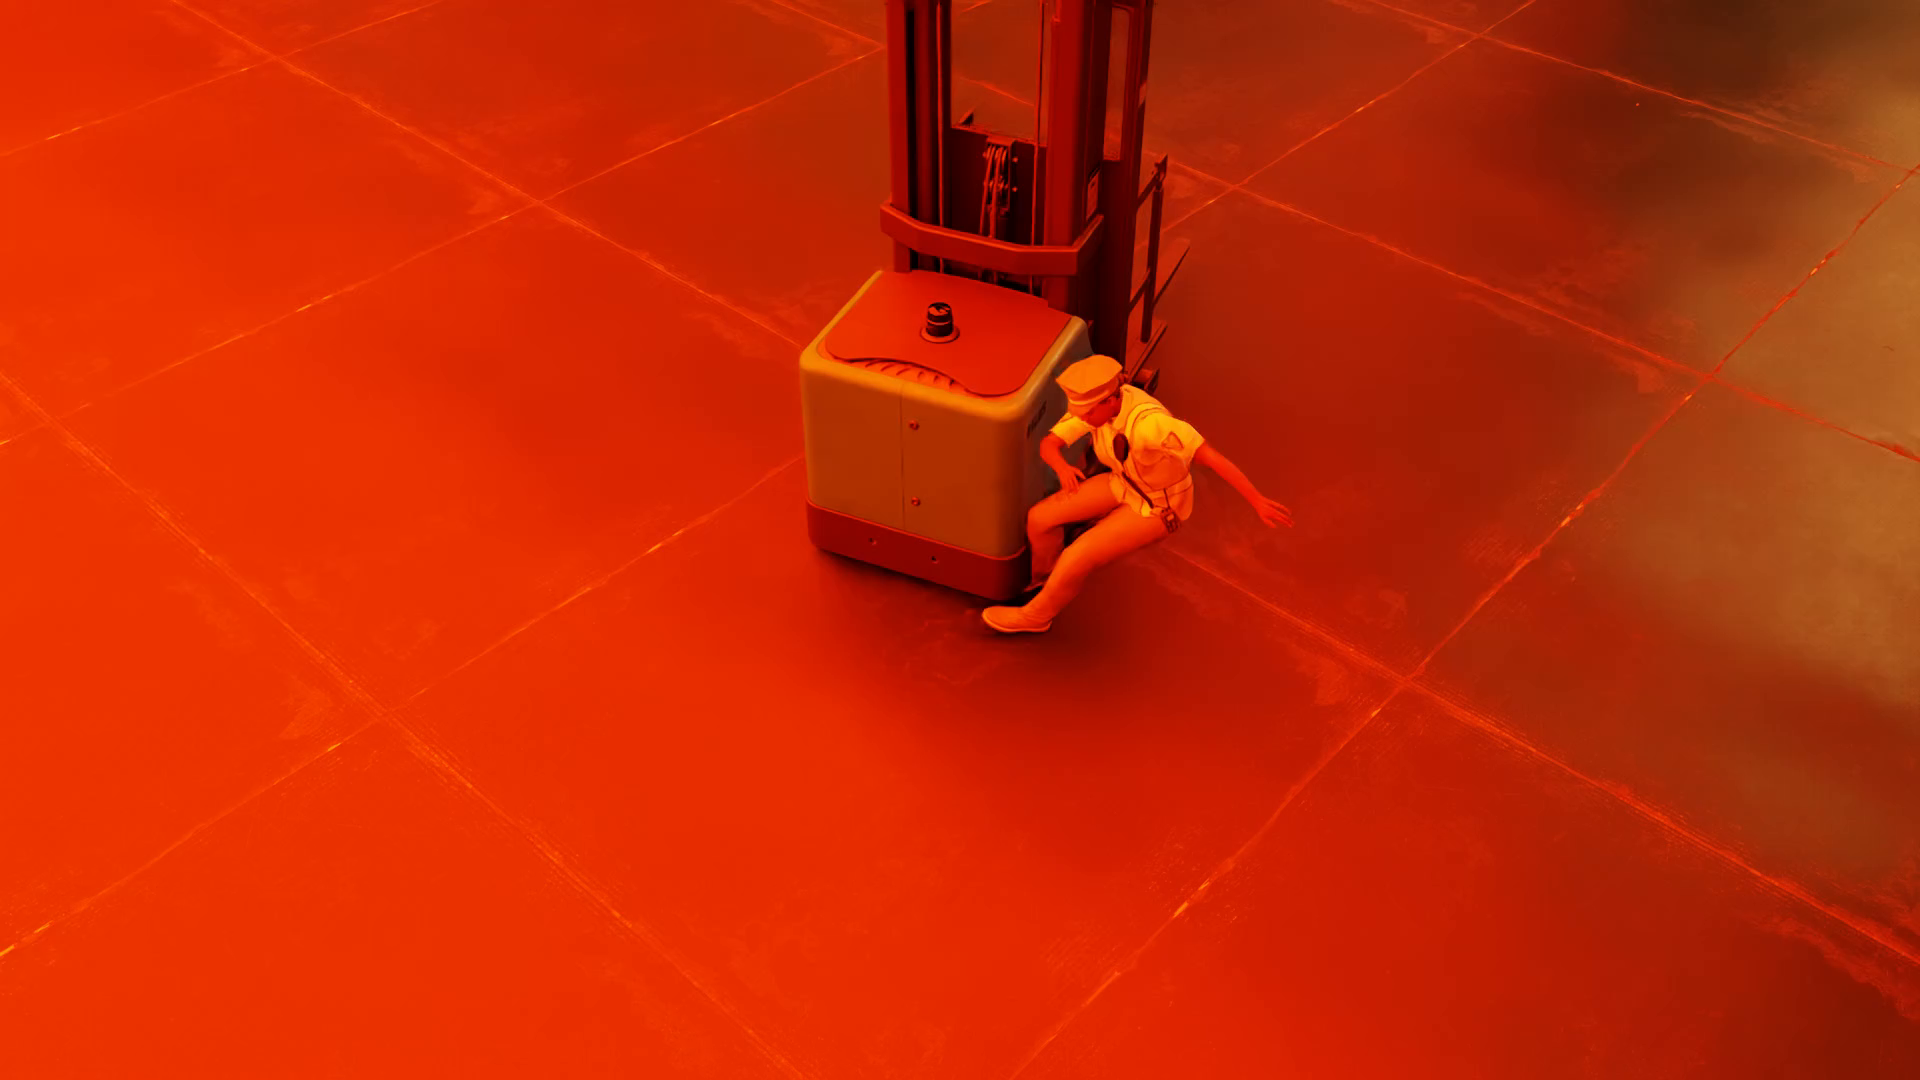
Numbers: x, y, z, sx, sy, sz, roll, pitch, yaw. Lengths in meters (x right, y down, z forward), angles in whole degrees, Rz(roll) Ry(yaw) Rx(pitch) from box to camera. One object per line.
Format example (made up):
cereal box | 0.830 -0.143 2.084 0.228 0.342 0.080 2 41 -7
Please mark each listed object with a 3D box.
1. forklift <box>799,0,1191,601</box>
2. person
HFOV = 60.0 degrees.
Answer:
forklift | 0.367 -1.810 7.538 1.130 2.935 3.031 16 43 18
person | 0.632 -0.064 6.748 0.892 1.383 1.125 -20 44 -21
